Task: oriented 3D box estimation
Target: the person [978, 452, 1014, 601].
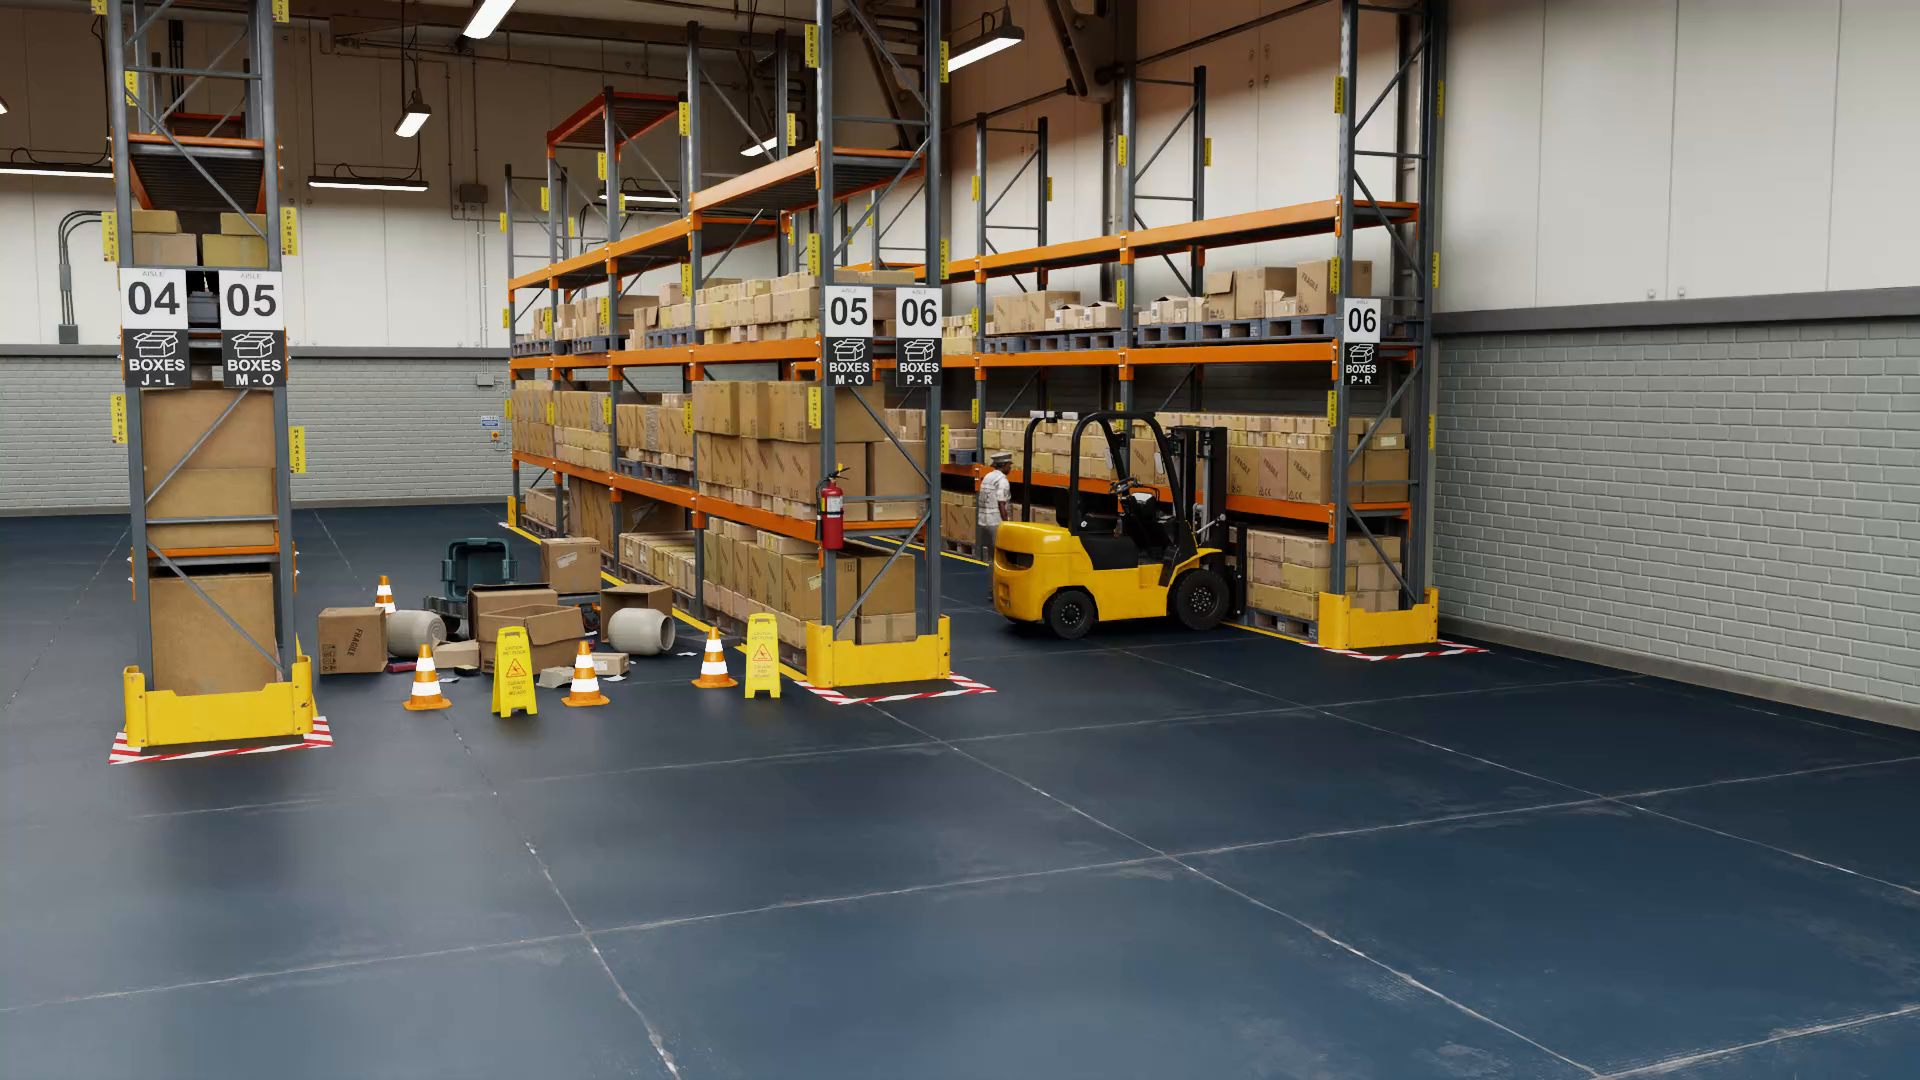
[{"bbox_3d":[0.430,-0.145,18.504,0.415,1.660,0.506,-2,6,-23],"label":"person"}]
